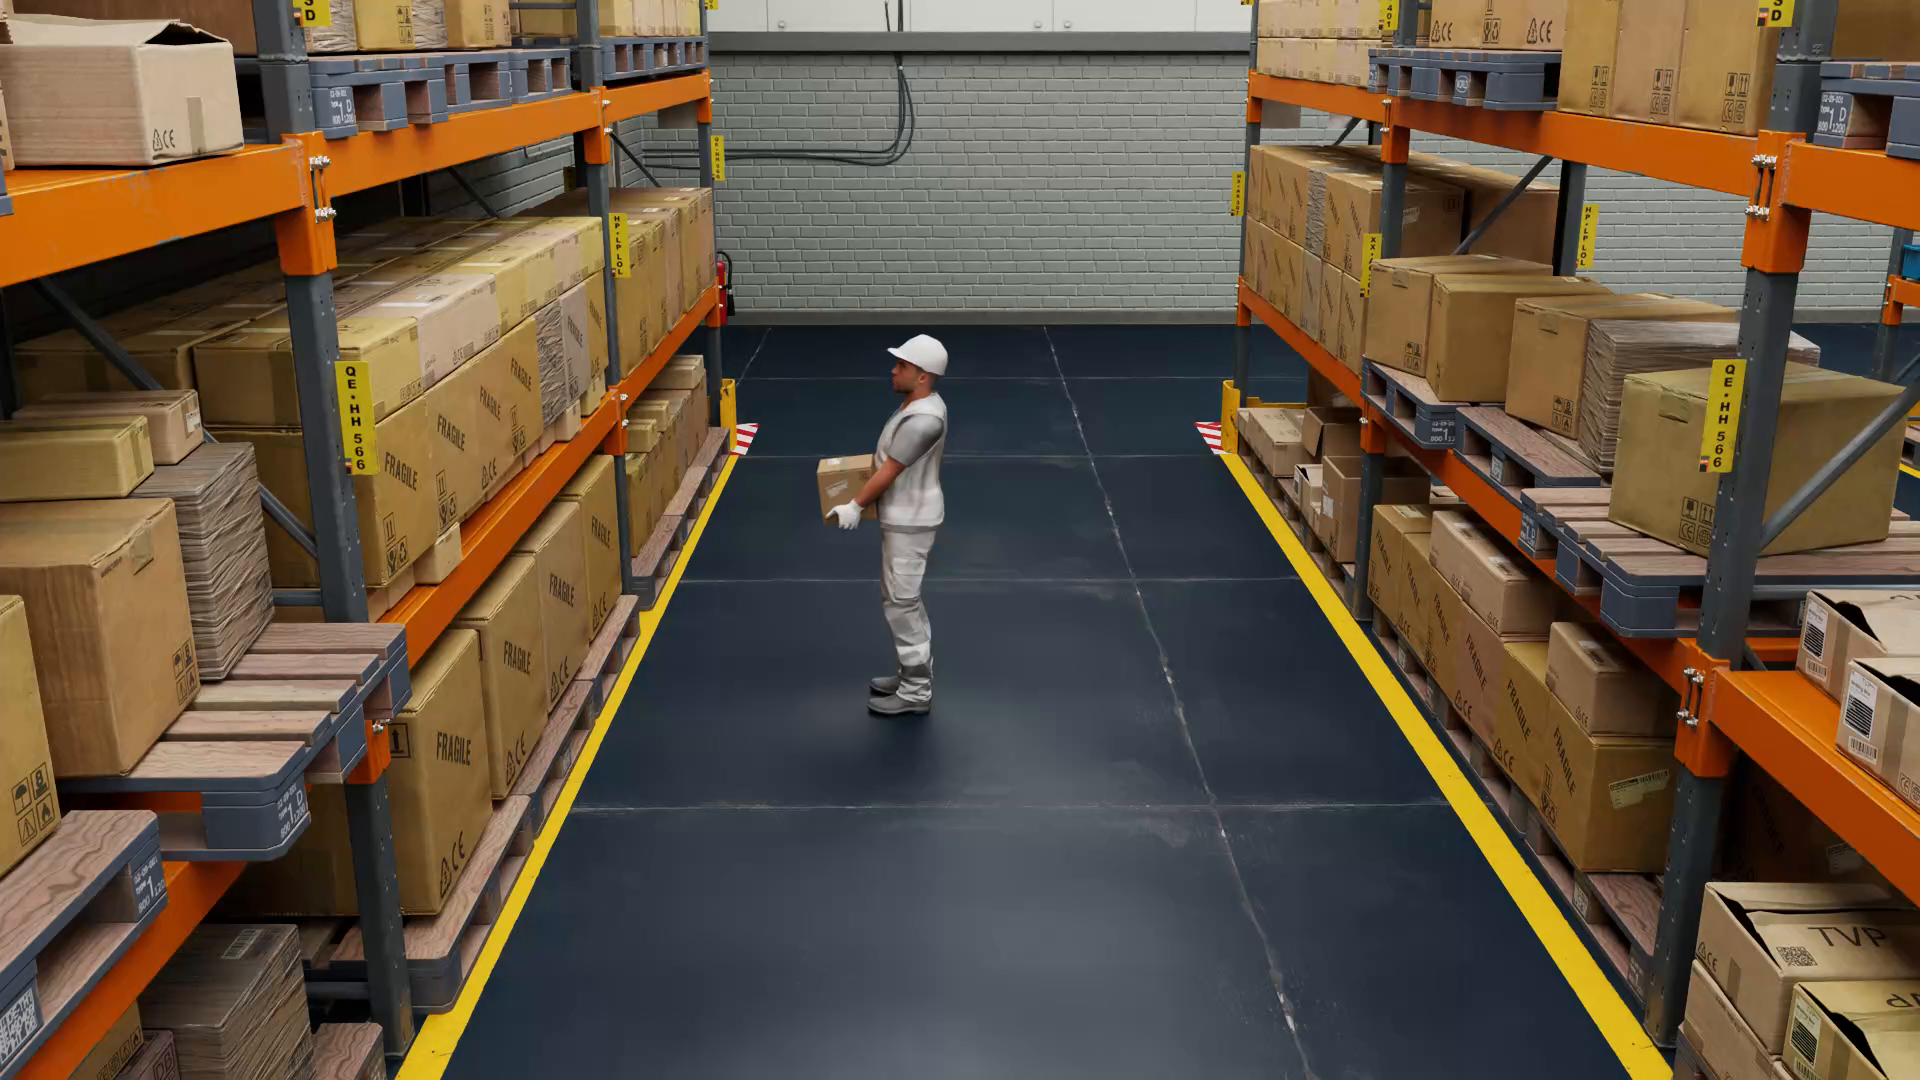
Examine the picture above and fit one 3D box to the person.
[{"bbox_3d":[-0.336,-0.070,7.743,0.564,1.782,0.494,0,17,-1],"label":"person"}]
